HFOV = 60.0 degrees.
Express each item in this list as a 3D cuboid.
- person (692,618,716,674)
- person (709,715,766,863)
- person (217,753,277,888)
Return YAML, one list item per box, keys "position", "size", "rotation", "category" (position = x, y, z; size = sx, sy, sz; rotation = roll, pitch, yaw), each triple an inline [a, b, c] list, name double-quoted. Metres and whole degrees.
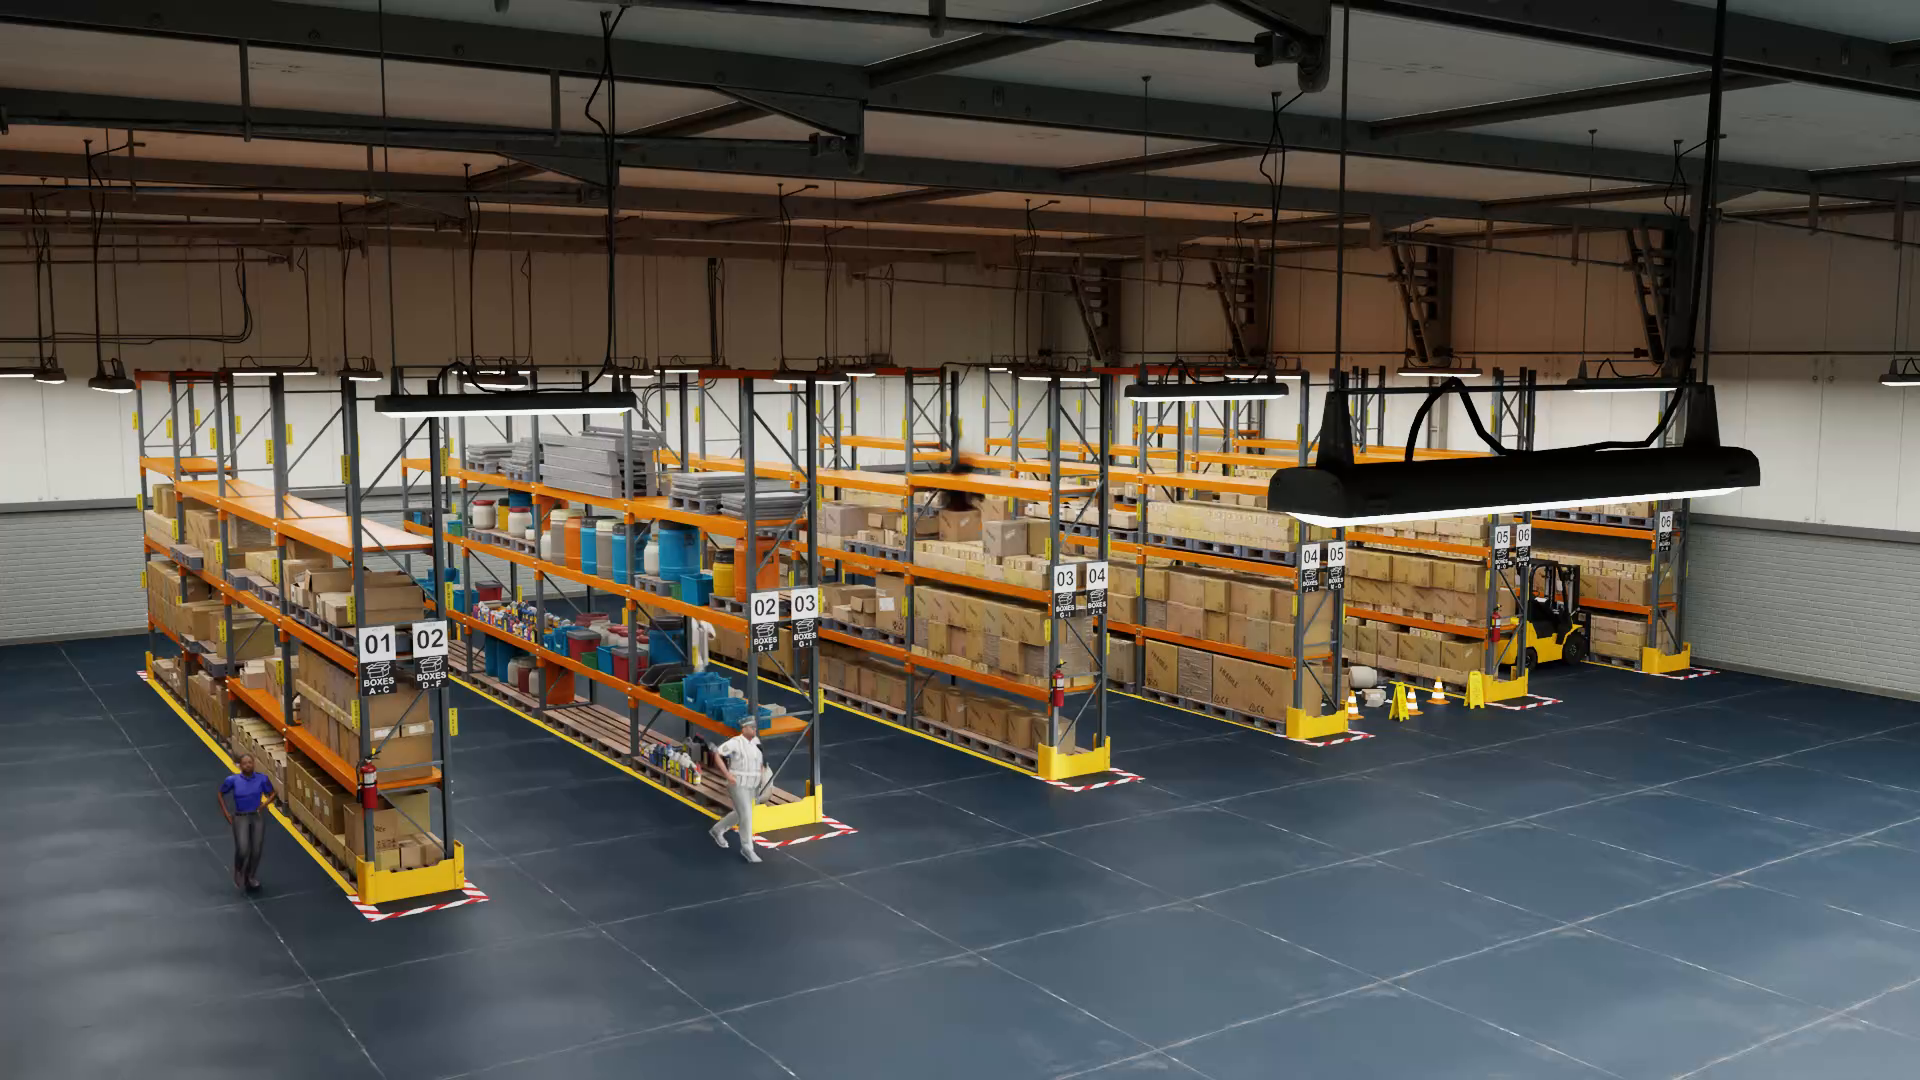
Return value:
- position: [-4.751, 2.033, 30.022]
  size: [0.704, 1.762, 1.048]
  rotation: [-6, 9, -43]
  category: "person"
- position: [-2.755, 3.106, 21.053]
  size: [0.916, 1.802, 0.699]
  rotation: [4, 7, 30]
  category: "person"
- position: [-8.352, 3.317, 19.552]
  size: [0.628, 1.611, 0.536]
  rotation: [-4, 7, -30]
  category: "person"
